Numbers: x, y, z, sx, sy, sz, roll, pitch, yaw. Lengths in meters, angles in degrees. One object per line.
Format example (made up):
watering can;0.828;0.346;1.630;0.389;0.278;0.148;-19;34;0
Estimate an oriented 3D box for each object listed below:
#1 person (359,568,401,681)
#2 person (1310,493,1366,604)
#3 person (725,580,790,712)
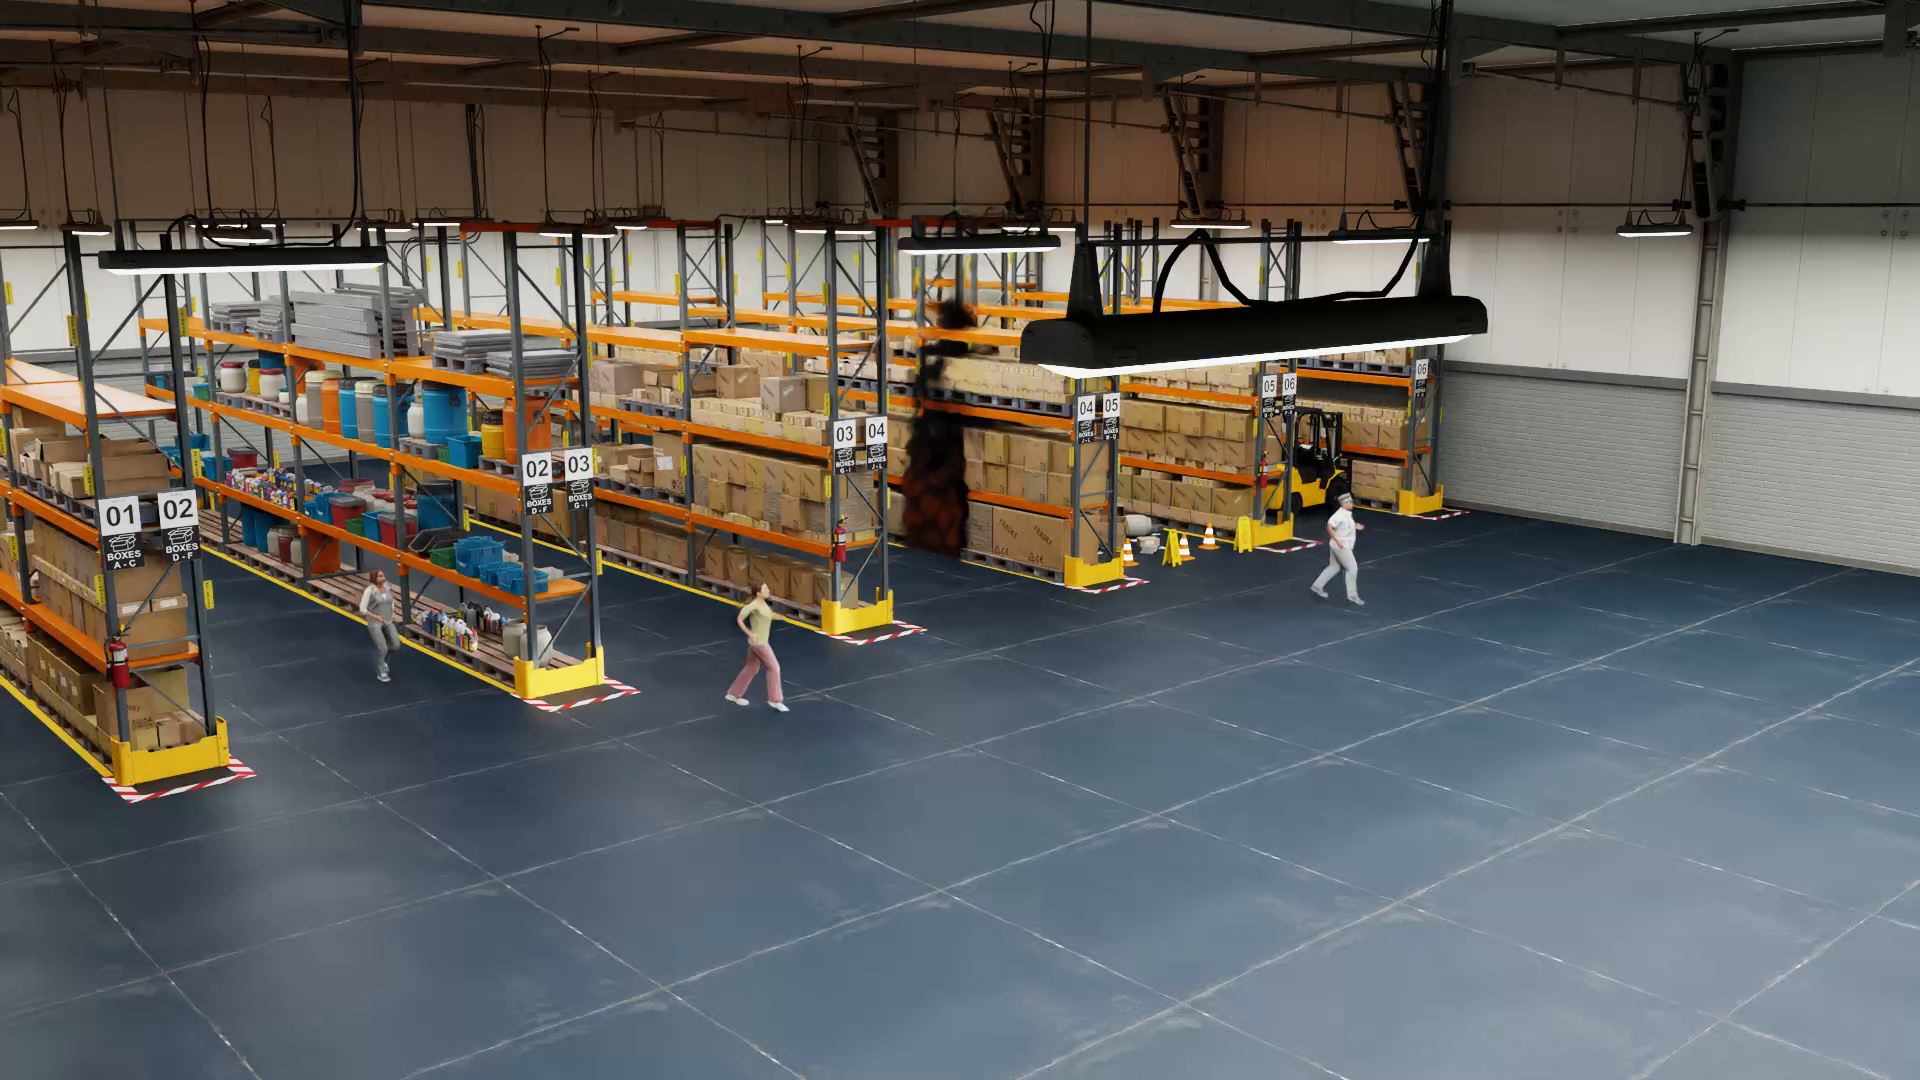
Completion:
person;-7.753;1.148;22.284;0.533;1.541;0.553;9;15;38
person;6.126;0.125;26.787;0.865;1.830;0.636;1;11;6
person;-2.575;1.338;21.047;0.824;1.719;0.551;-1;11;-4
